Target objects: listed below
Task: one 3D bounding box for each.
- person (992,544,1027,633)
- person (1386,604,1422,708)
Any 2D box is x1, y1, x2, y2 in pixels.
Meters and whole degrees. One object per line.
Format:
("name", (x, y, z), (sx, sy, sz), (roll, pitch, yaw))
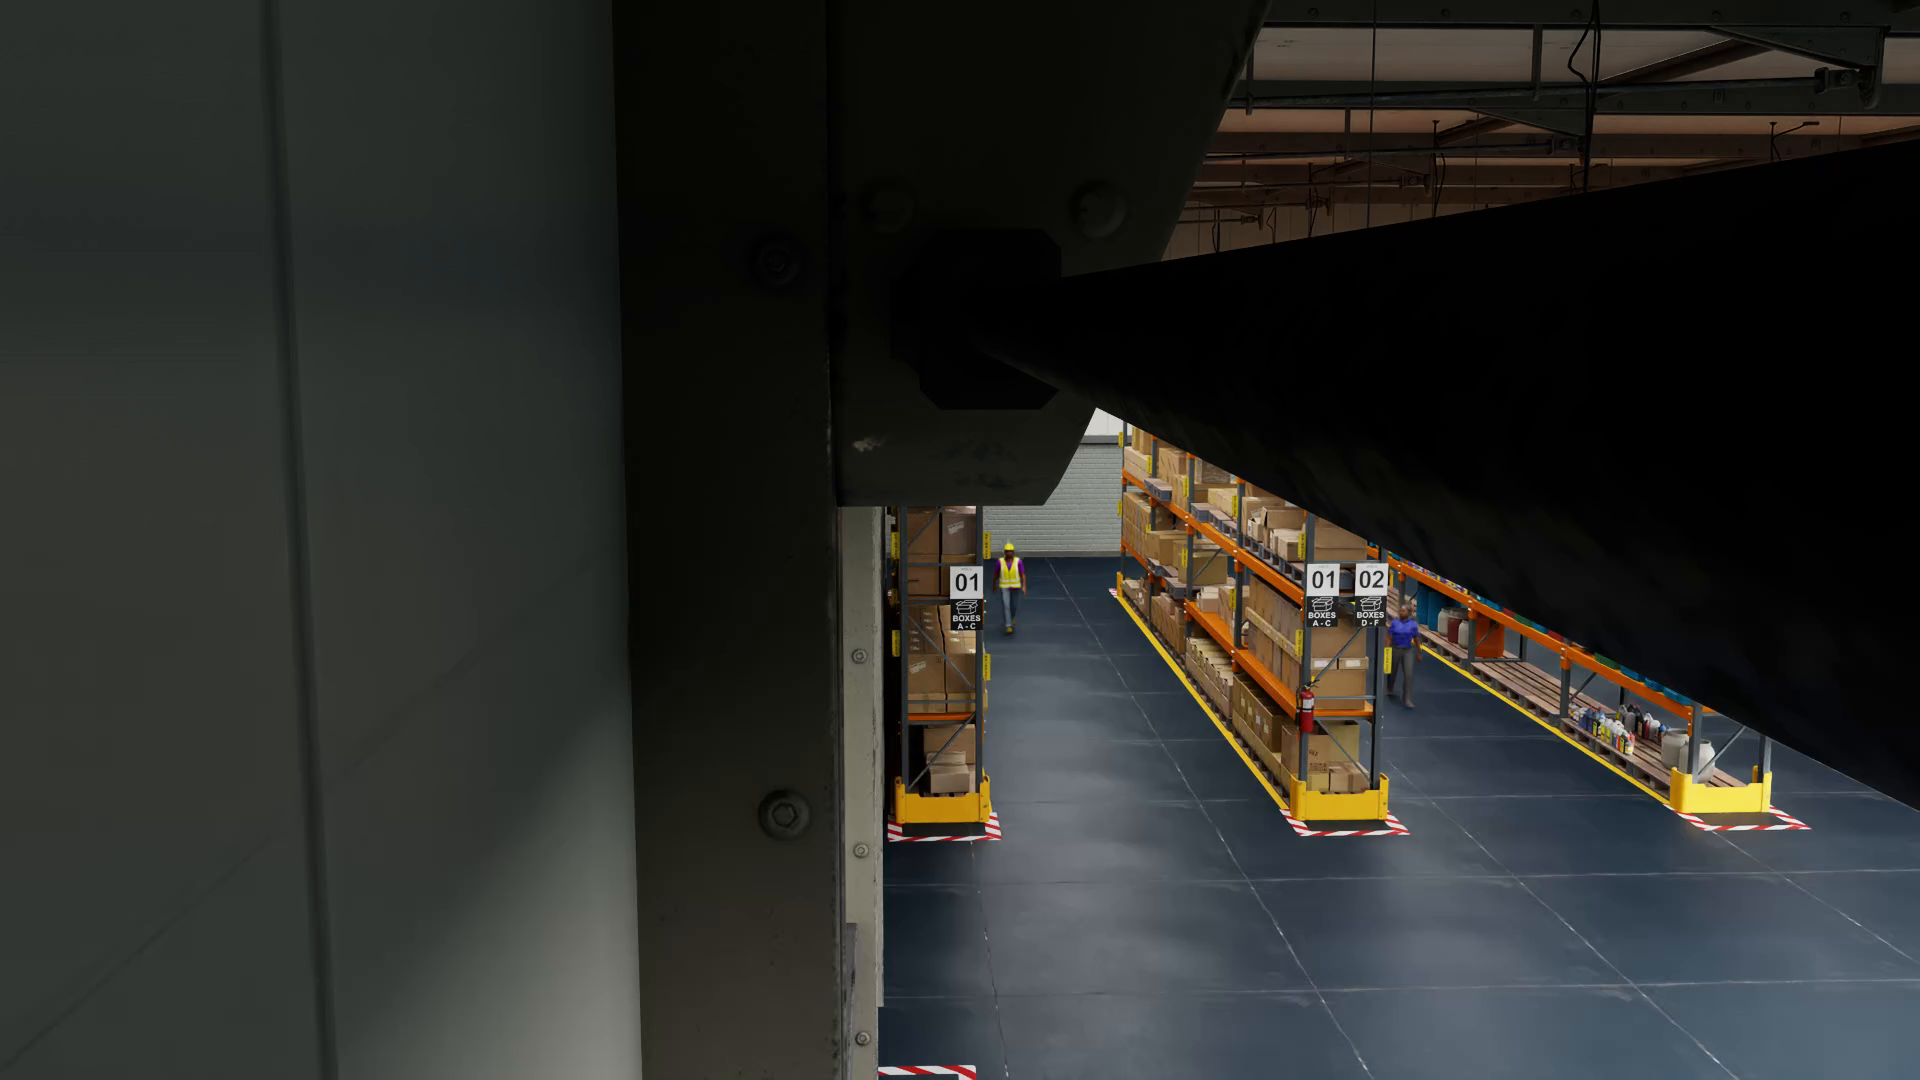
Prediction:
("person", (0.970, 0.925, 32.506), (0.619, 1.725, 1.080), (-1, 8, -7))
("person", (7.082, 1.811, 26.574), (0.603, 1.598, 1.047), (1, 8, 7))
